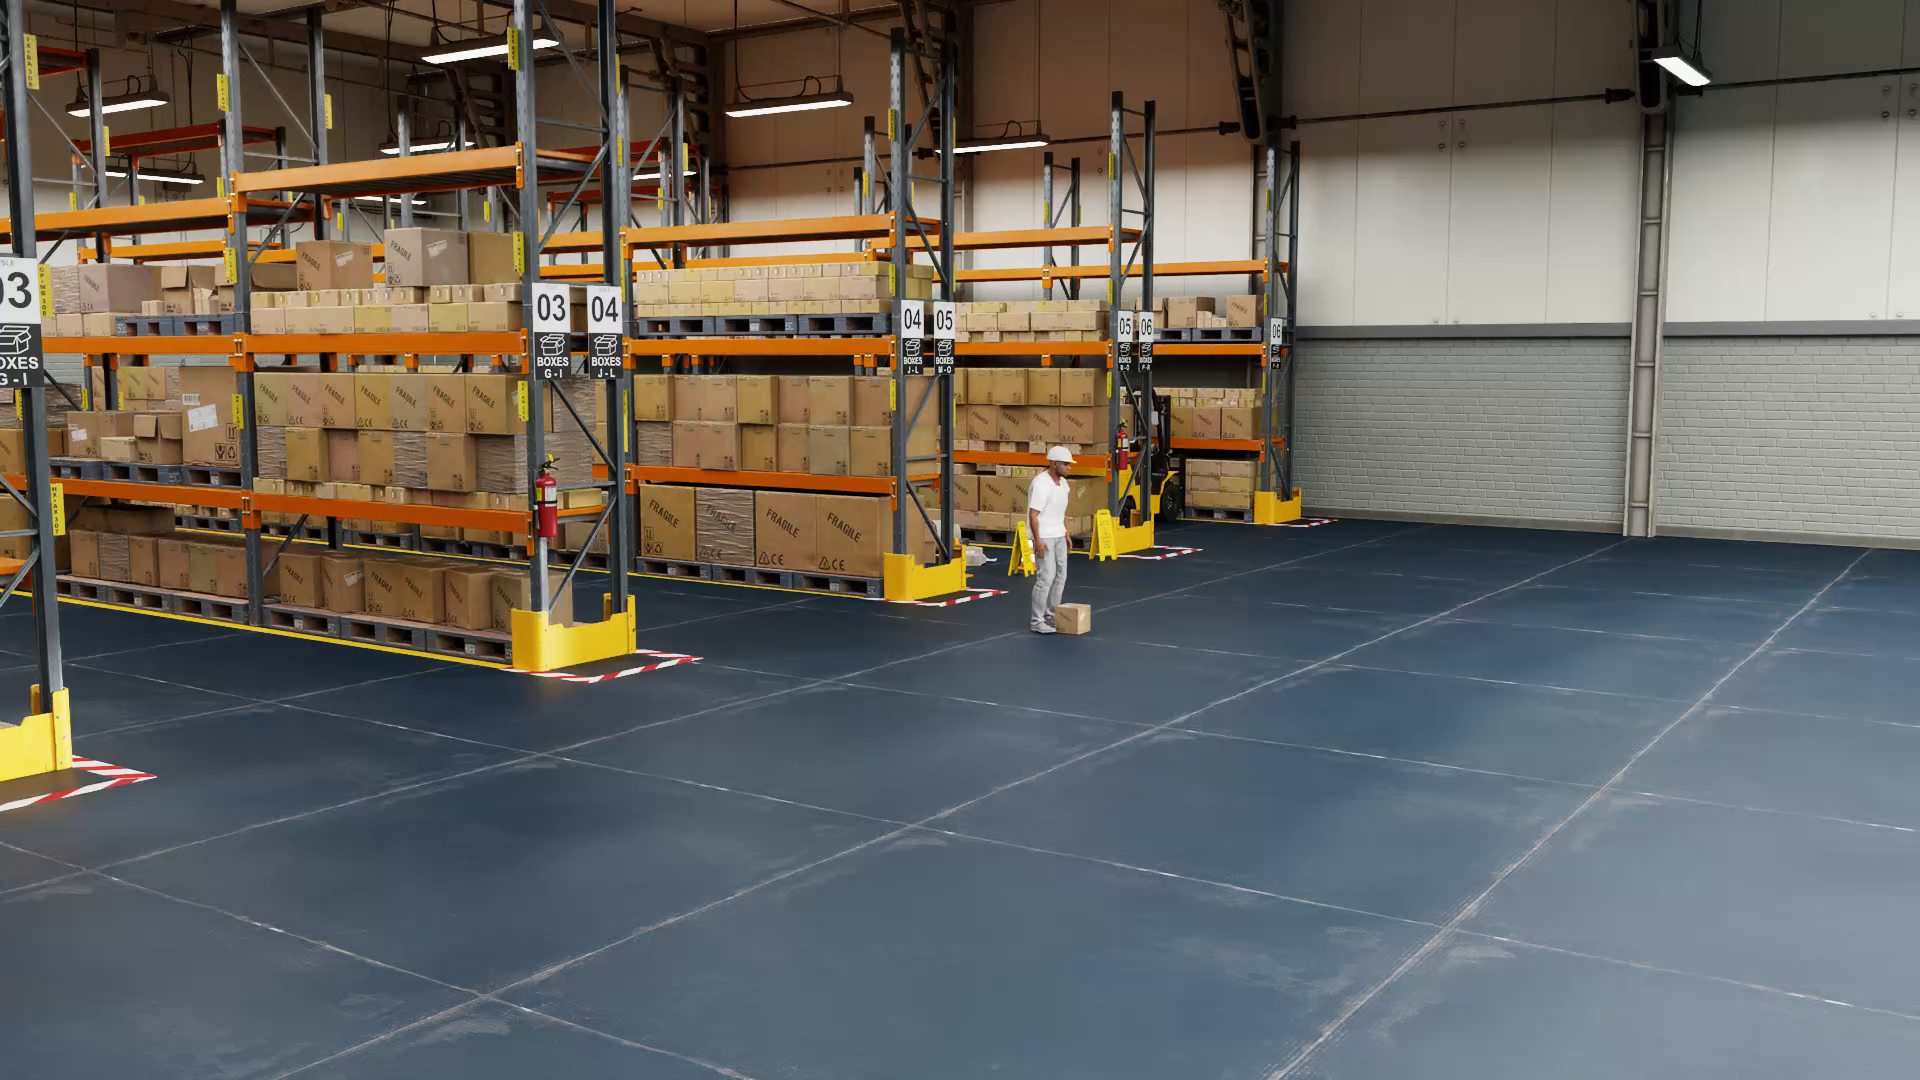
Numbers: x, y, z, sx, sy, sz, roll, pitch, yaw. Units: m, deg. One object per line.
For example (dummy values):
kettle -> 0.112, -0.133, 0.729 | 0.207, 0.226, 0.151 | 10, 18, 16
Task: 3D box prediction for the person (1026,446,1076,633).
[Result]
person -> 0.878, -0.014, 15.831 | 0.460, 1.761, 0.627 | 4, 7, 33
